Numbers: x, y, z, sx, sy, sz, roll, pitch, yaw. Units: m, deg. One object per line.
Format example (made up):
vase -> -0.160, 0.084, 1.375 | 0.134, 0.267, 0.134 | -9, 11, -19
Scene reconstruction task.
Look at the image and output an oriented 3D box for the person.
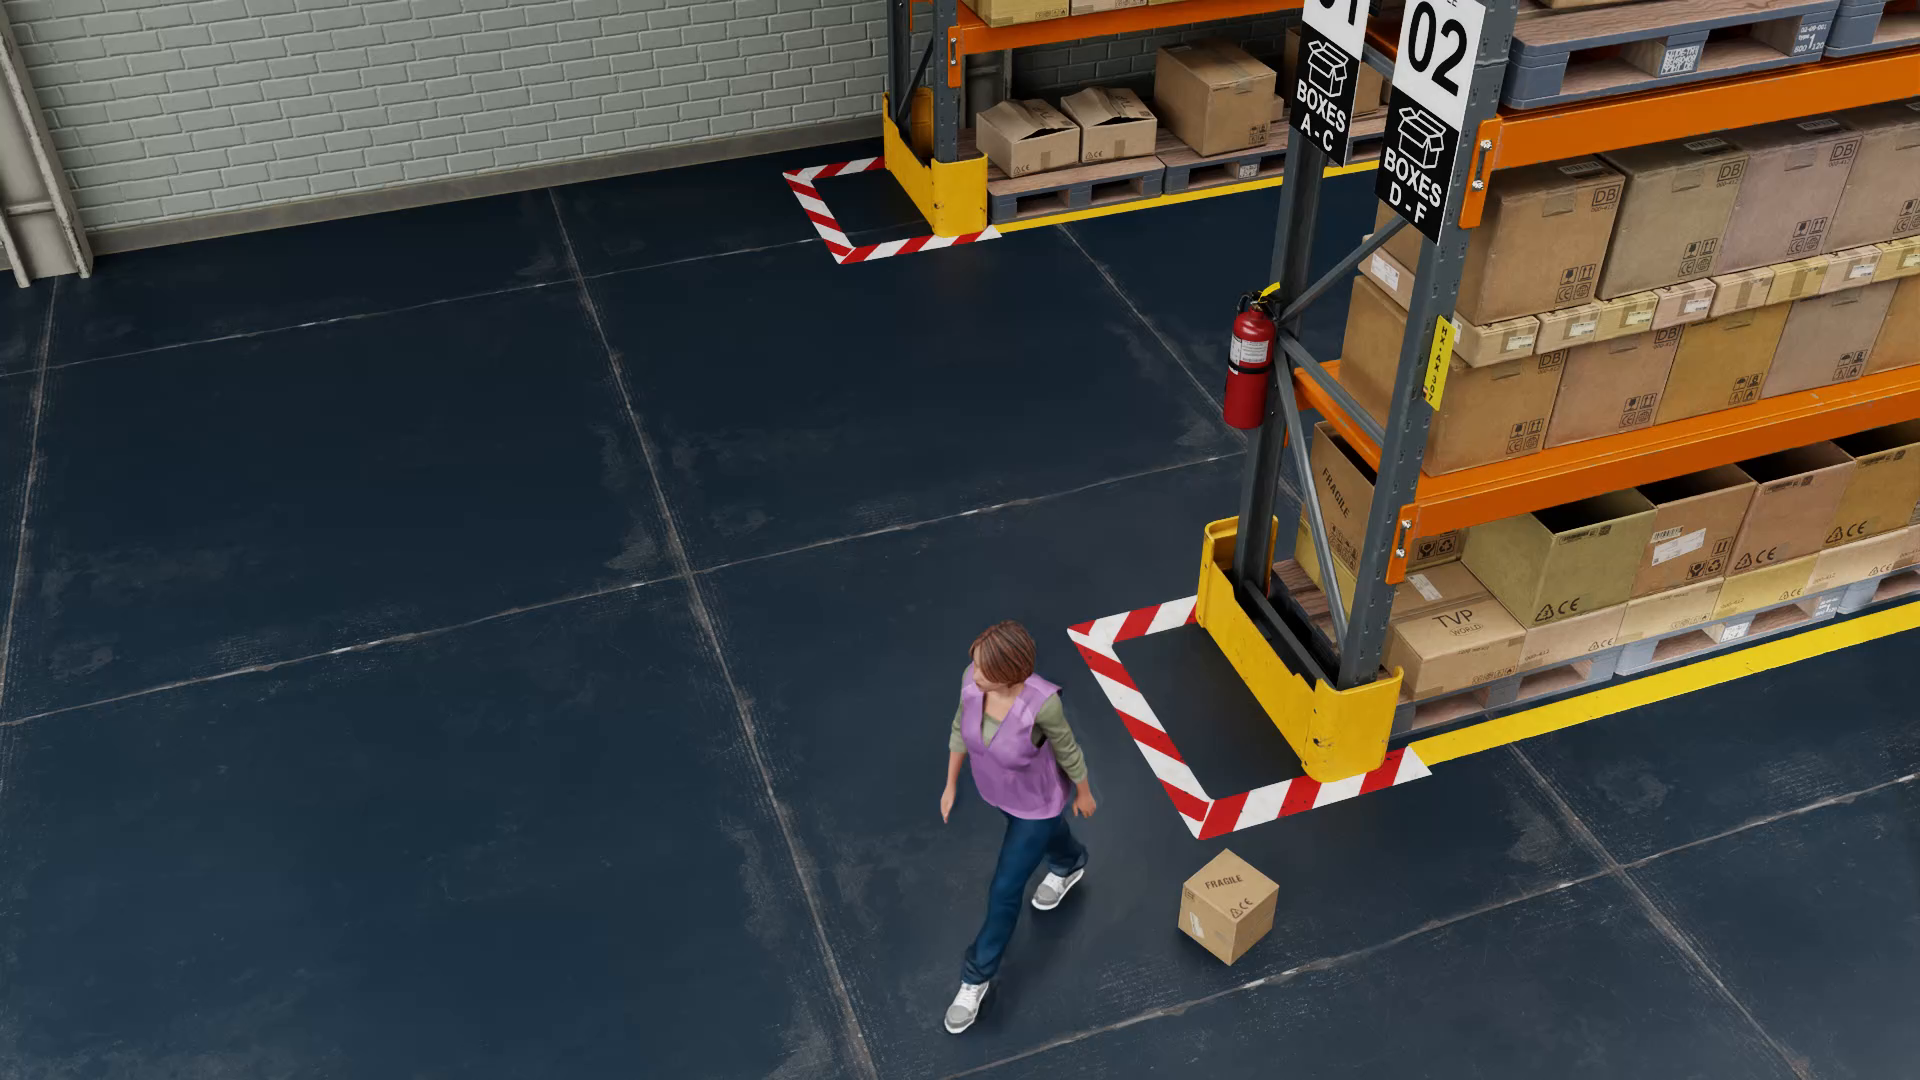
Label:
person -> 0.162, 0.862, 5.682 | 0.891, 1.543, 0.436 | -31, 48, -33
